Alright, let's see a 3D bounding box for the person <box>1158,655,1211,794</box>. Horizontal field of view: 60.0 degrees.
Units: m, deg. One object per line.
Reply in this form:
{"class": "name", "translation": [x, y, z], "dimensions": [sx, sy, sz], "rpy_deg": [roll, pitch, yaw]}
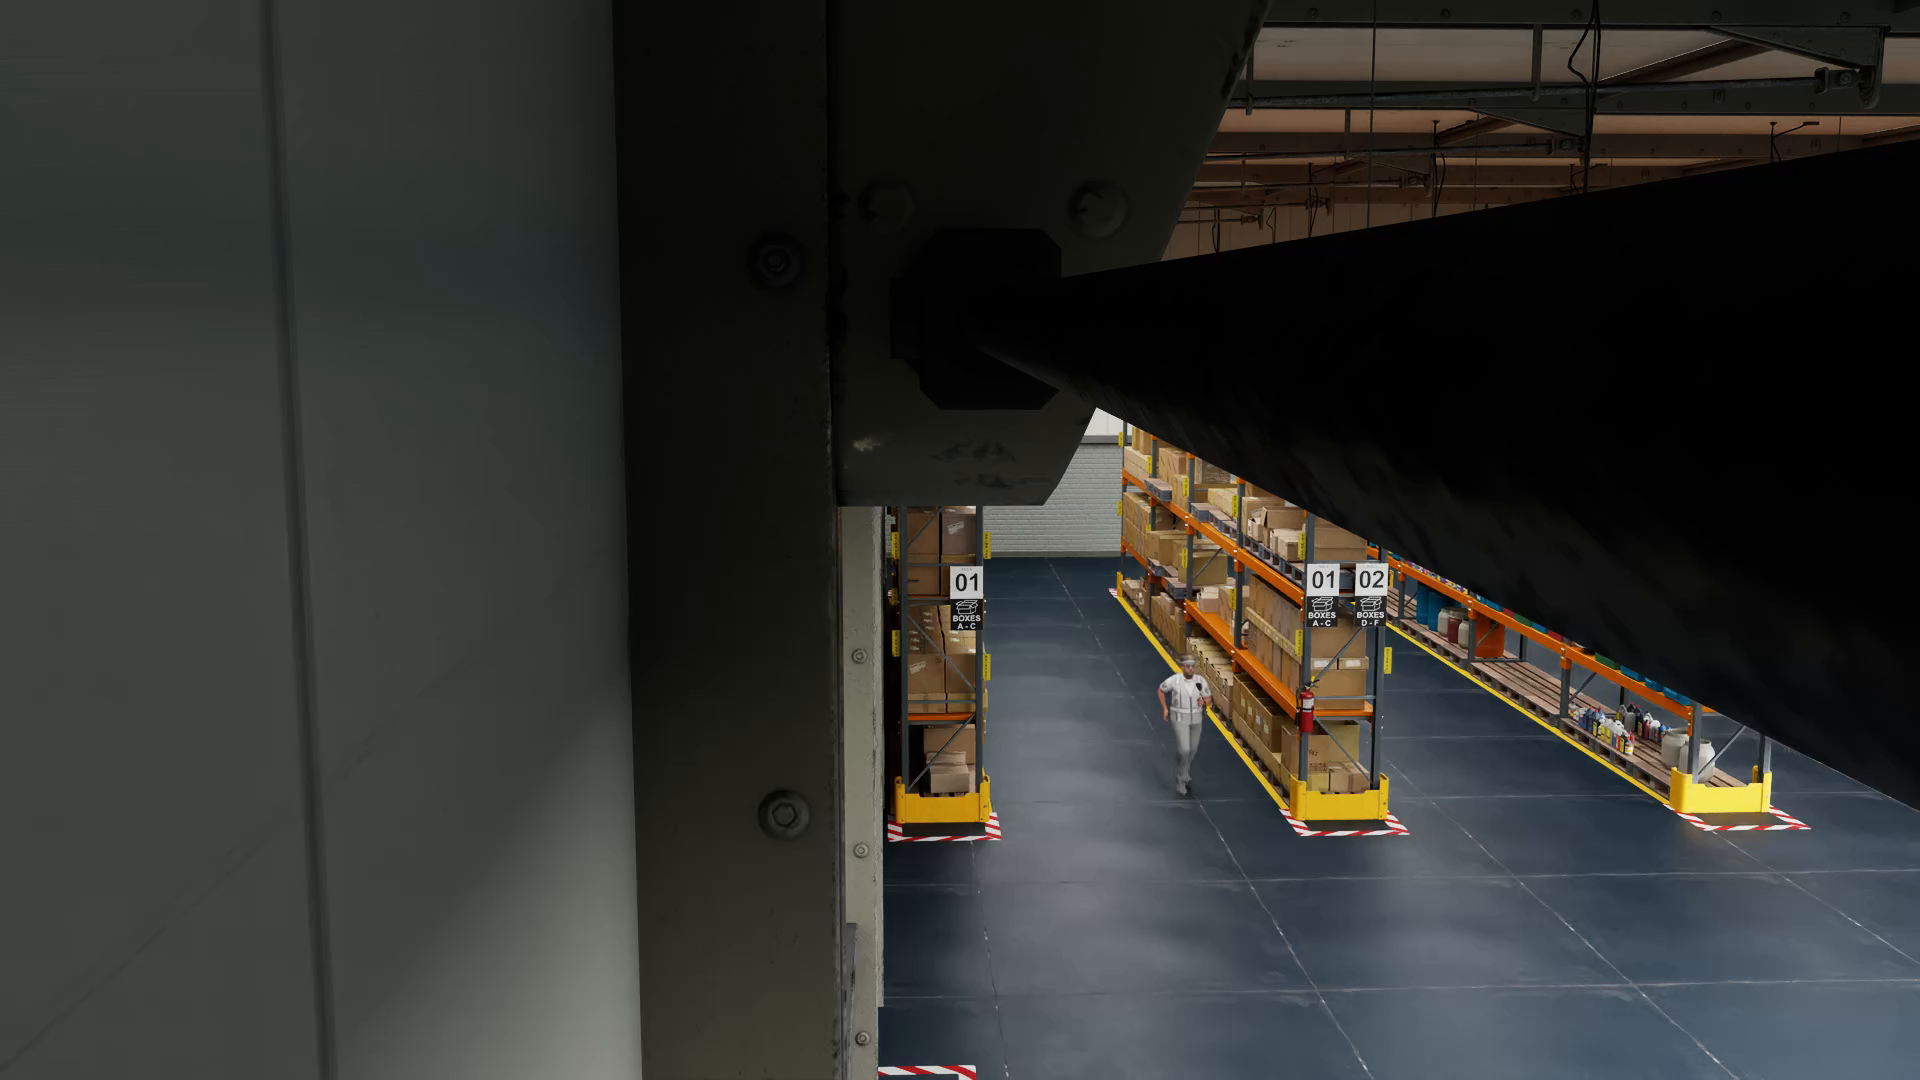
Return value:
{"class": "person", "translation": [2.982, 2.409, 21.833], "dimensions": [0.631, 1.850, 0.745], "rpy_deg": [-2, 8, -14]}
